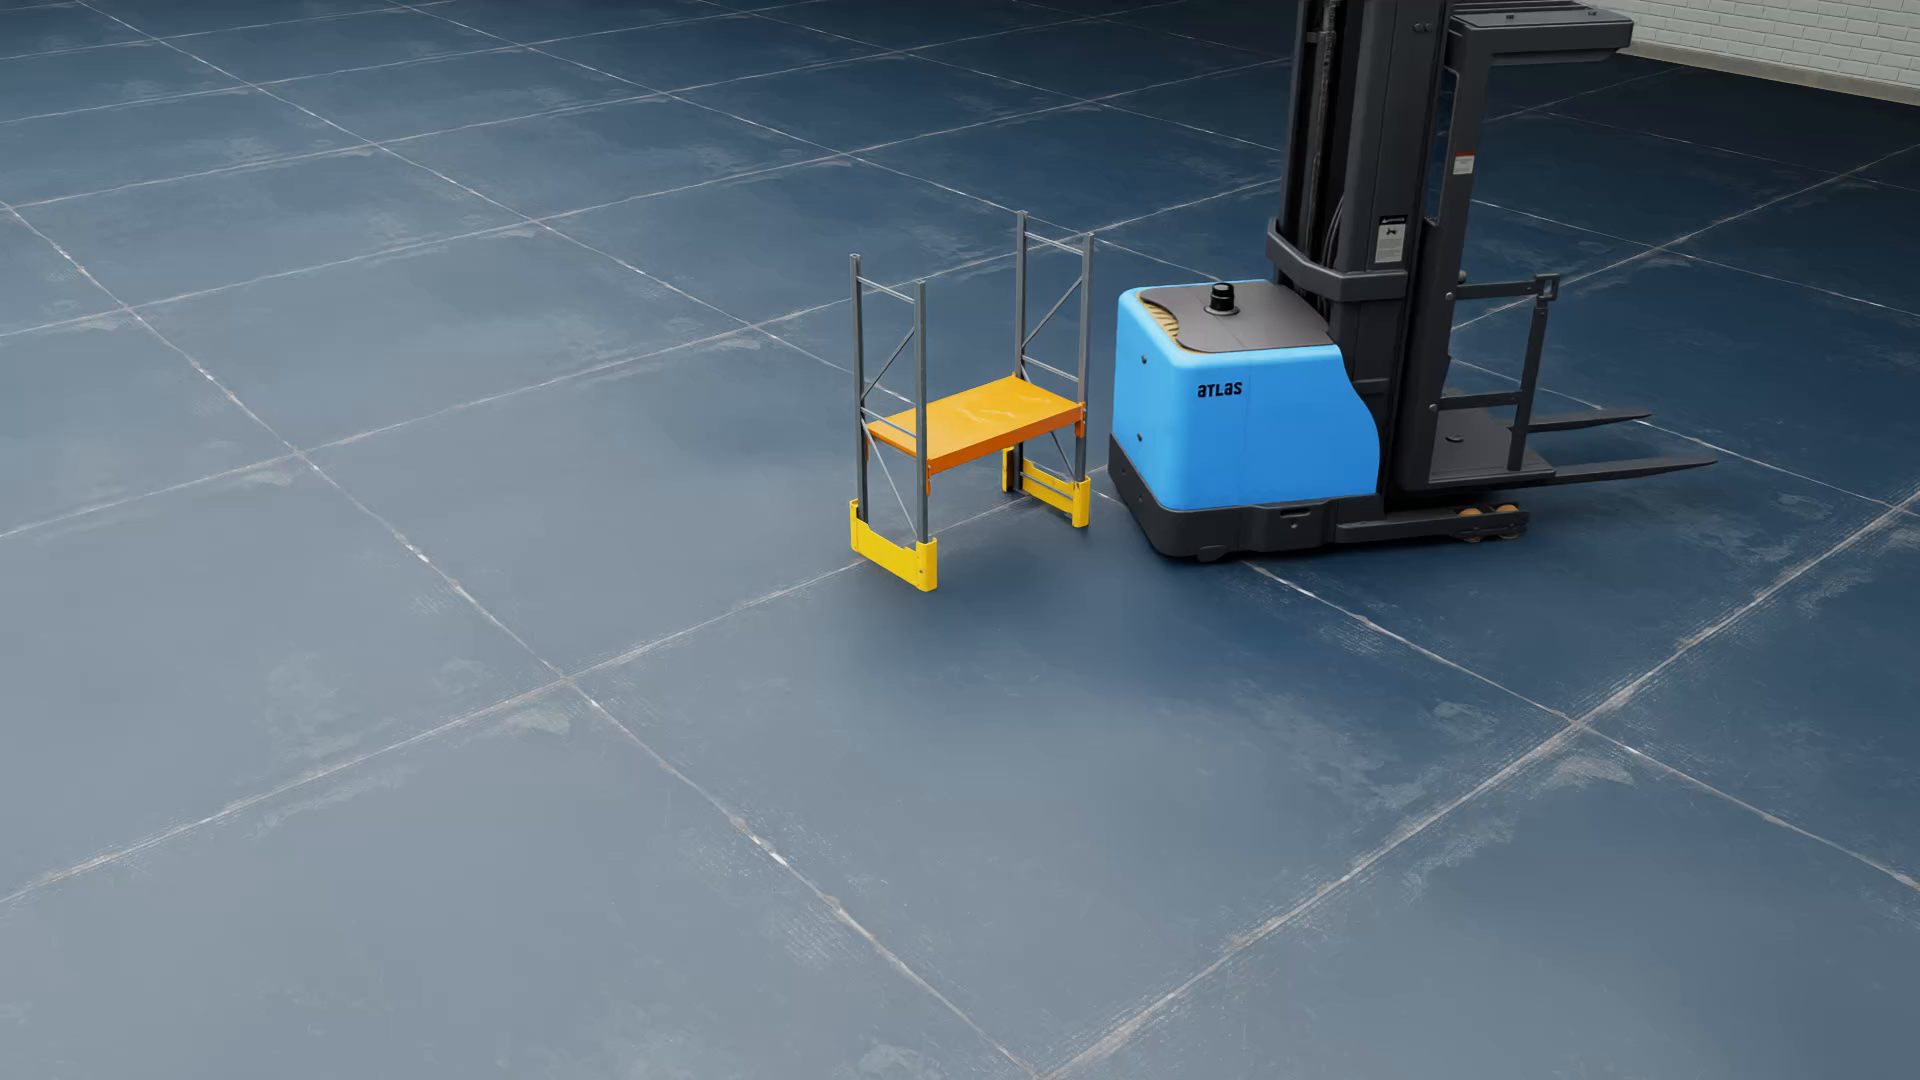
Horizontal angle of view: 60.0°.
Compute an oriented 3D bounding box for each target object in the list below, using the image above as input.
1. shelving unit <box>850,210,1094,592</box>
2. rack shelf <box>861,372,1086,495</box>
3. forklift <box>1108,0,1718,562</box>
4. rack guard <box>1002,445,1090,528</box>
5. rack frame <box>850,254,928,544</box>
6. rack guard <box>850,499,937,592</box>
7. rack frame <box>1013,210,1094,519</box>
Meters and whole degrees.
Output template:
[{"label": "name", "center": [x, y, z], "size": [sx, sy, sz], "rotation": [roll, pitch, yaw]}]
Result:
[{"label": "shelving unit", "center": [0.058, -0.685, 7.940], "size": [1.083, 1.500, 0.587], "rotation": [-22, 35, -35]}, {"label": "rack shelf", "center": [0.065, -0.529, 8.030], "size": [1.000, 0.185, 0.538], "rotation": [-22, 35, -35]}, {"label": "forklift", "center": [2.348, -1.520, 7.984], "size": [3.031, 2.935, 1.130], "rotation": [-5, 29, -10]}, {"label": "rack guard", "center": [0.437, -0.286, 8.520], "size": [0.087, 0.250, 0.587], "rotation": [-22, 35, -35]}, {"label": "rack frame", "center": [-0.322, -0.532, 7.654], "size": [0.032, 1.500, 0.500], "rotation": [-22, 35, -35]}, {"label": "rack guard", "center": [-0.321, 0.019, 7.950], "size": [0.087, 0.250, 0.587], "rotation": [-22, 35, -35]}, {"label": "rack frame", "center": [0.452, -0.843, 8.236], "size": [0.032, 1.500, 0.500], "rotation": [-22, 35, -35]}]
